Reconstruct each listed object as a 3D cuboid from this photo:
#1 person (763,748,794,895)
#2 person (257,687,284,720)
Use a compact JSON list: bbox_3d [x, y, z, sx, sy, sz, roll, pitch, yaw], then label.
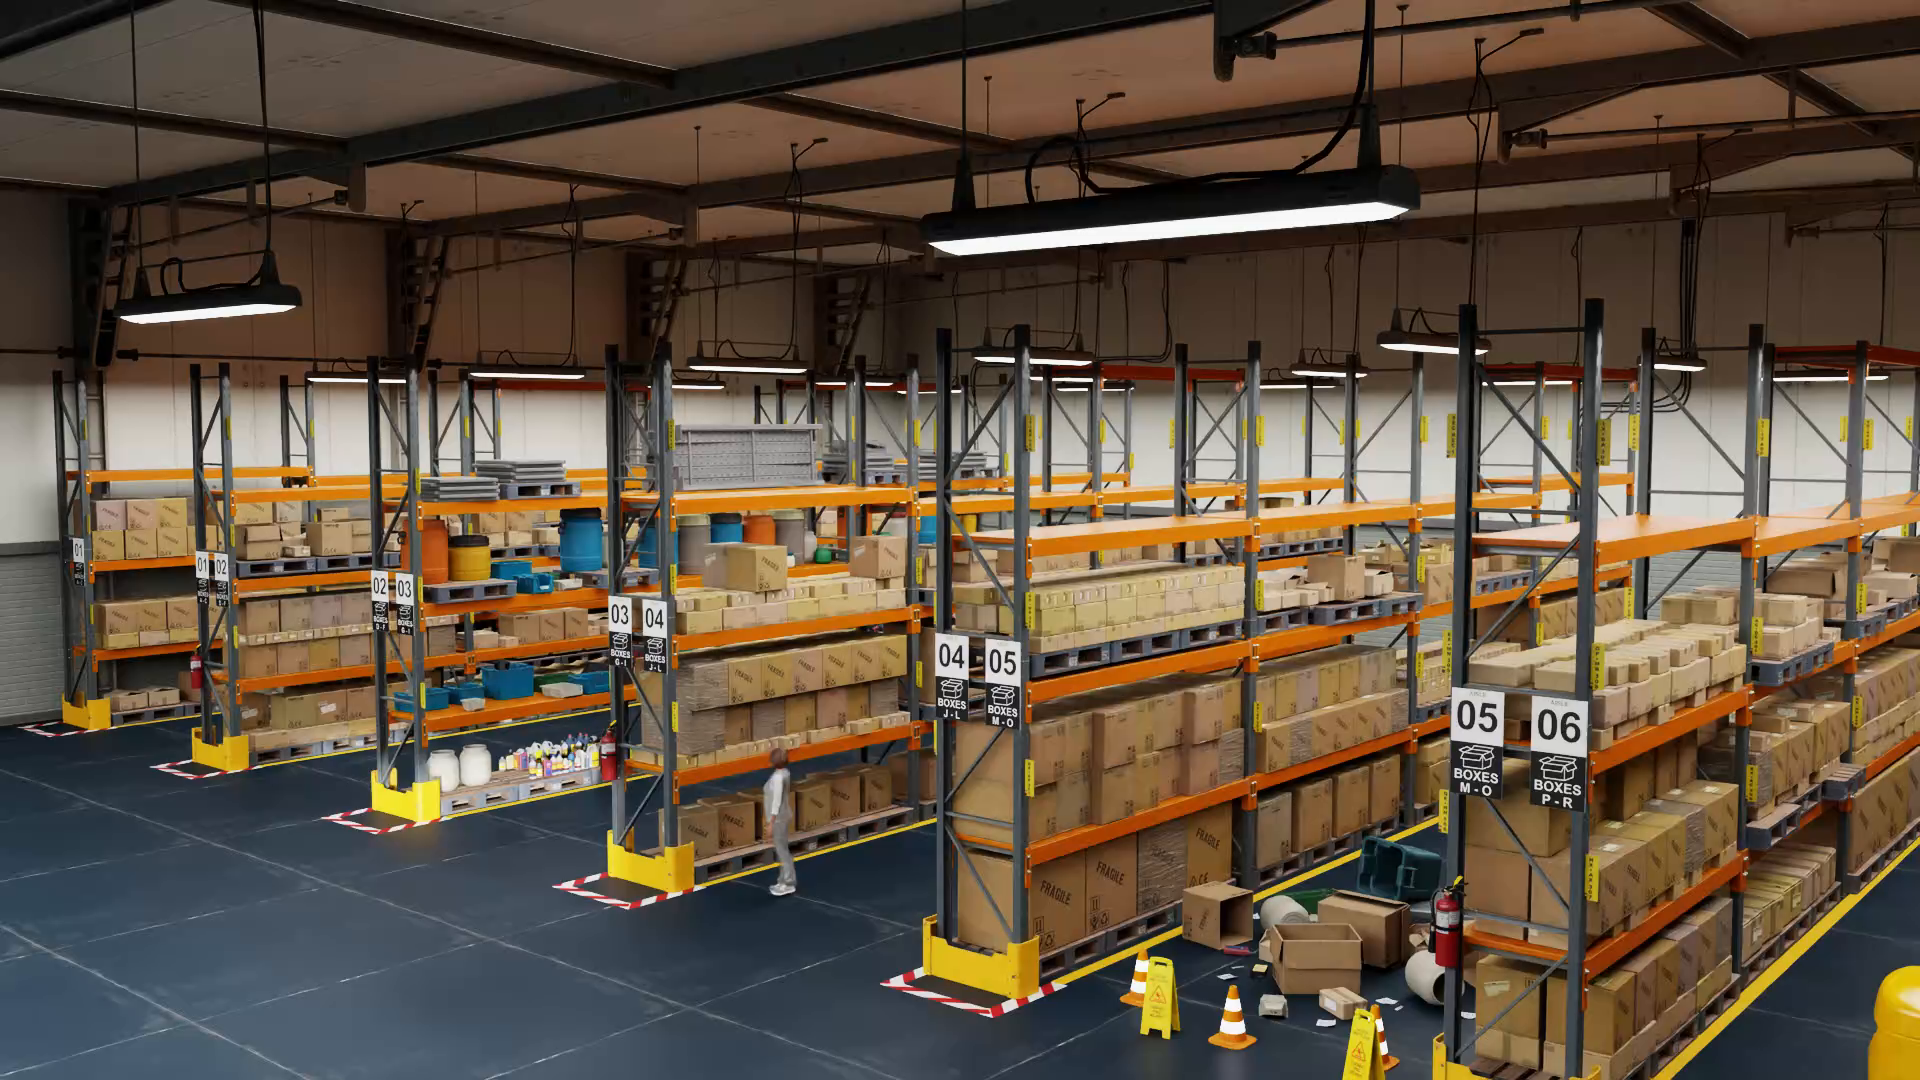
[{"bbox_3d":[-1.971,3.057,18.111,0.322,1.612,0.508,-1,4,-19],"label":"person"},{"bbox_3d":[-11.472,2.313,27.557,0.536,1.816,0.555,-2,5,-24],"label":"person"}]
